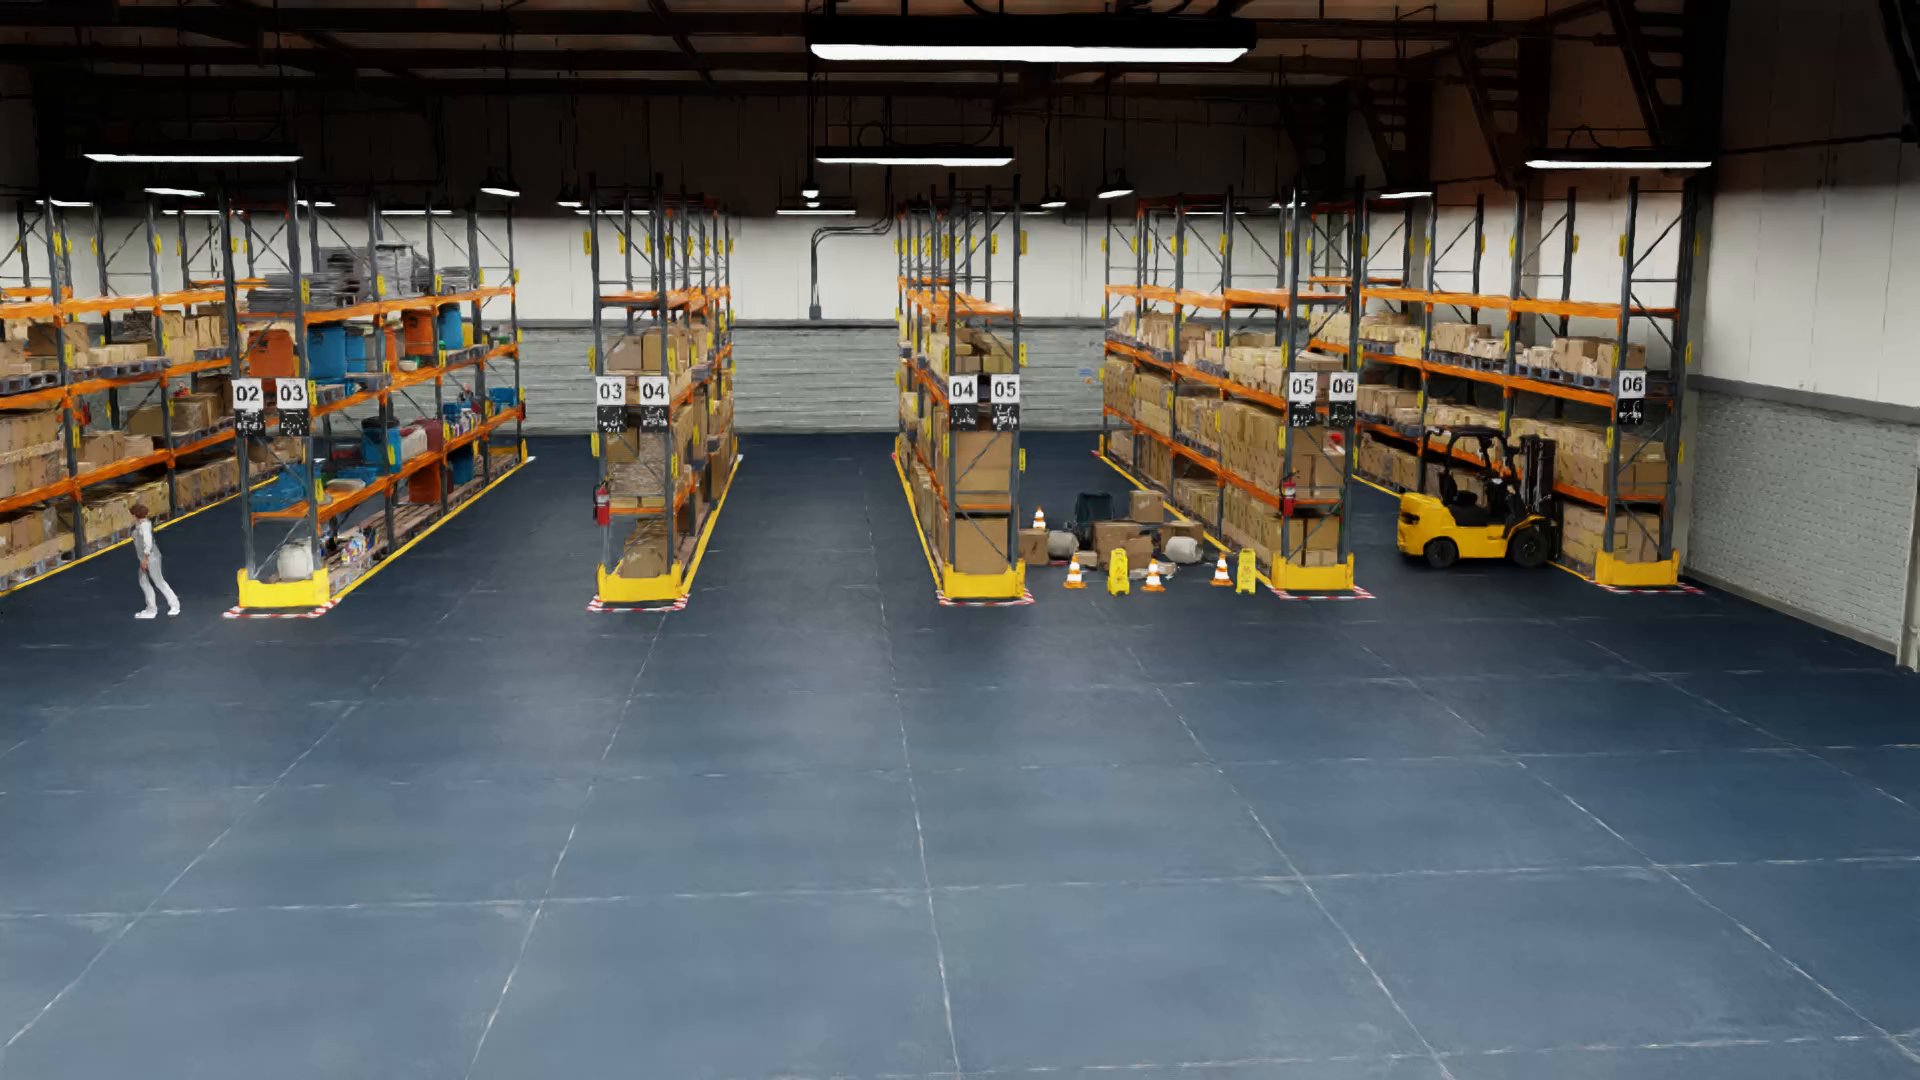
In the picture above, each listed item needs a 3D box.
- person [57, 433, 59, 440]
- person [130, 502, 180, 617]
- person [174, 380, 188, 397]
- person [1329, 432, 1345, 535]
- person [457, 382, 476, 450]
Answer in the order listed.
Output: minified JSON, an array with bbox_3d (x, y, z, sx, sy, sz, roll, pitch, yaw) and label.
[{"bbox_3d":[-18.687,-1.772,34.134,0.461,1.583,0.989,-1,10,-6],"label":"person"},{"bbox_3d":[-11.001,0.261,22.676,0.552,1.581,0.463,-8,13,-37],"label":"person"},{"bbox_3d":[-19.565,-3.208,42.030,0.556,1.669,1.040,-1,10,-5],"label":"person"},{"bbox_3d":[6.551,-1.014,29.216,0.577,1.785,0.655,5,11,27],"label":"person"},{"bbox_3d":[-12.285,-3.113,41.526,0.543,1.648,1.114,0,10,-2],"label":"person"}]
